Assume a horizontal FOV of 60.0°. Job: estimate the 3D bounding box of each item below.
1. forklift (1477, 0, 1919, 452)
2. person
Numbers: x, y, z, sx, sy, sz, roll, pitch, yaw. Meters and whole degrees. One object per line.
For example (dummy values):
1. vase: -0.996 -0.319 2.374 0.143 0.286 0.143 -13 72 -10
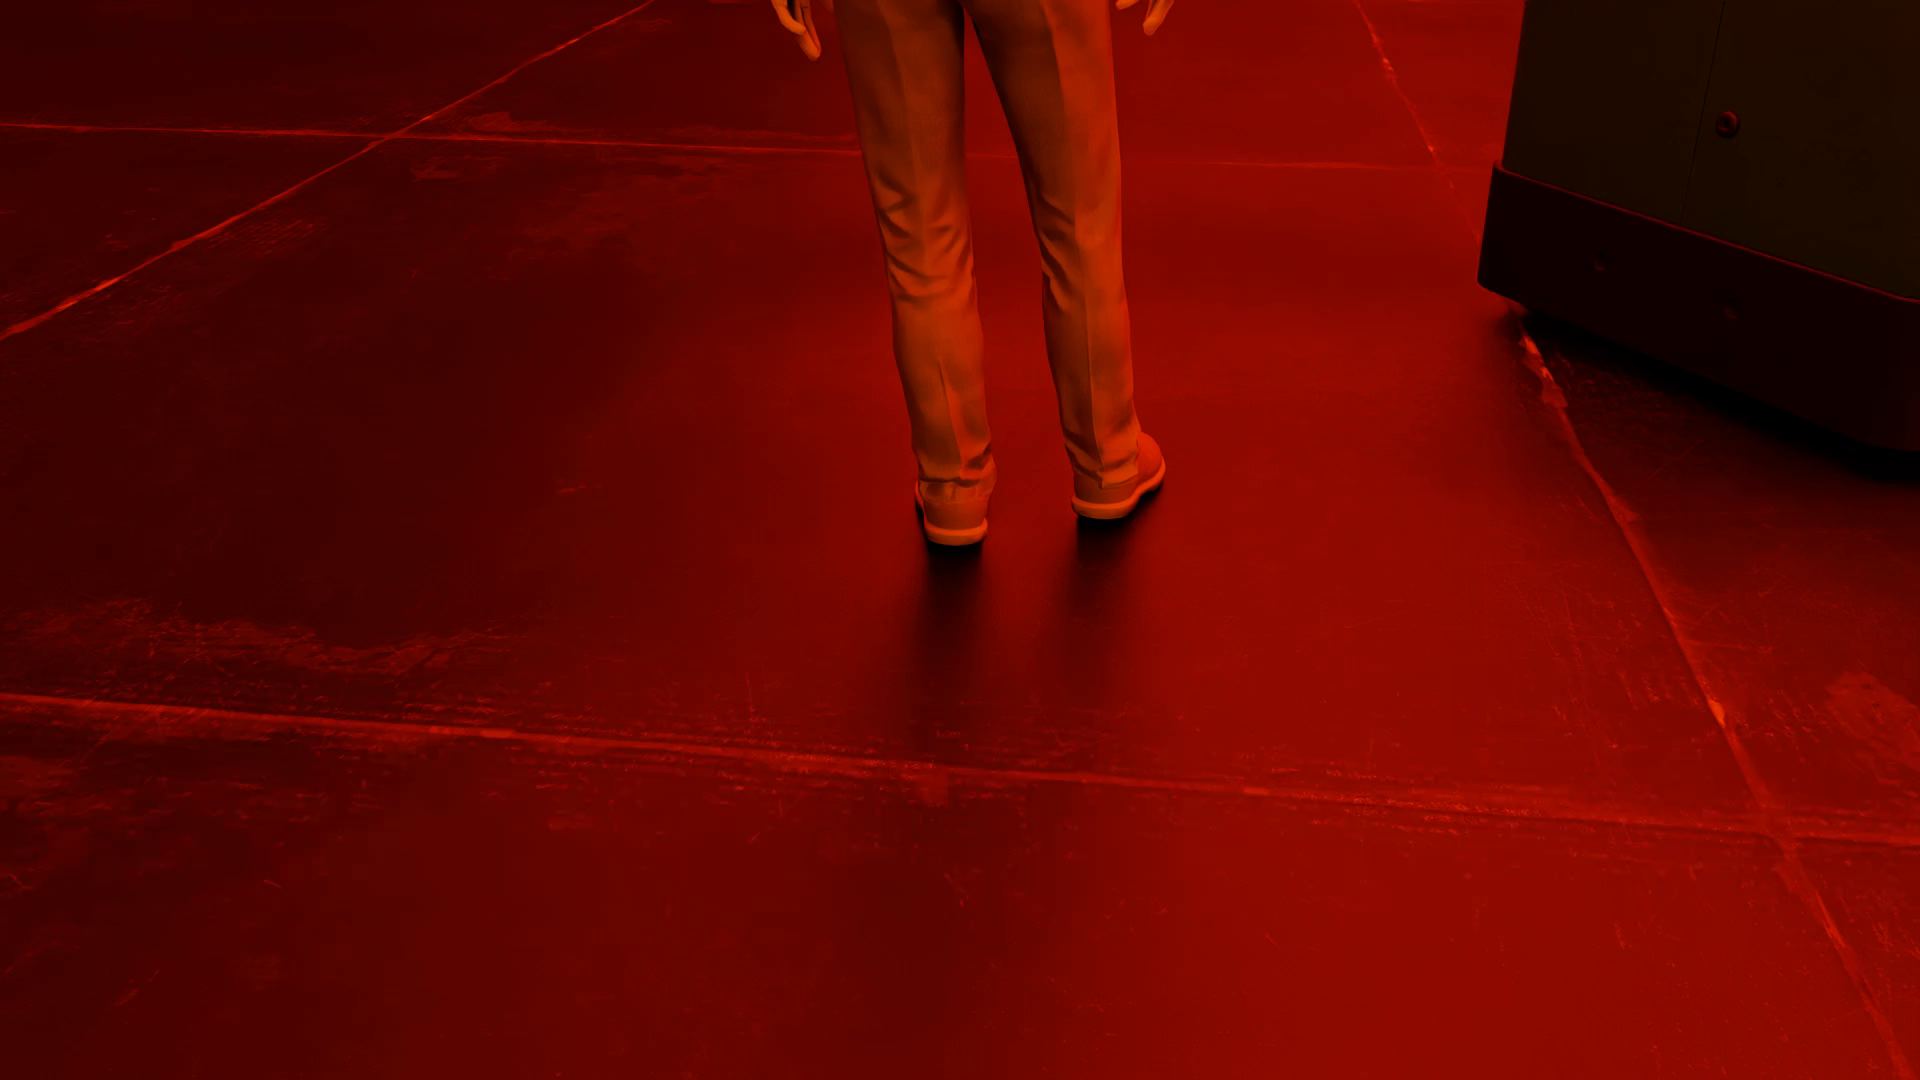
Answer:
1. forklift: 2.612 -1.870 2.966 3.031 2.935 1.130 -12 29 -23
2. person: 0.016 -0.795 2.178 0.586 1.694 0.532 3 27 7
